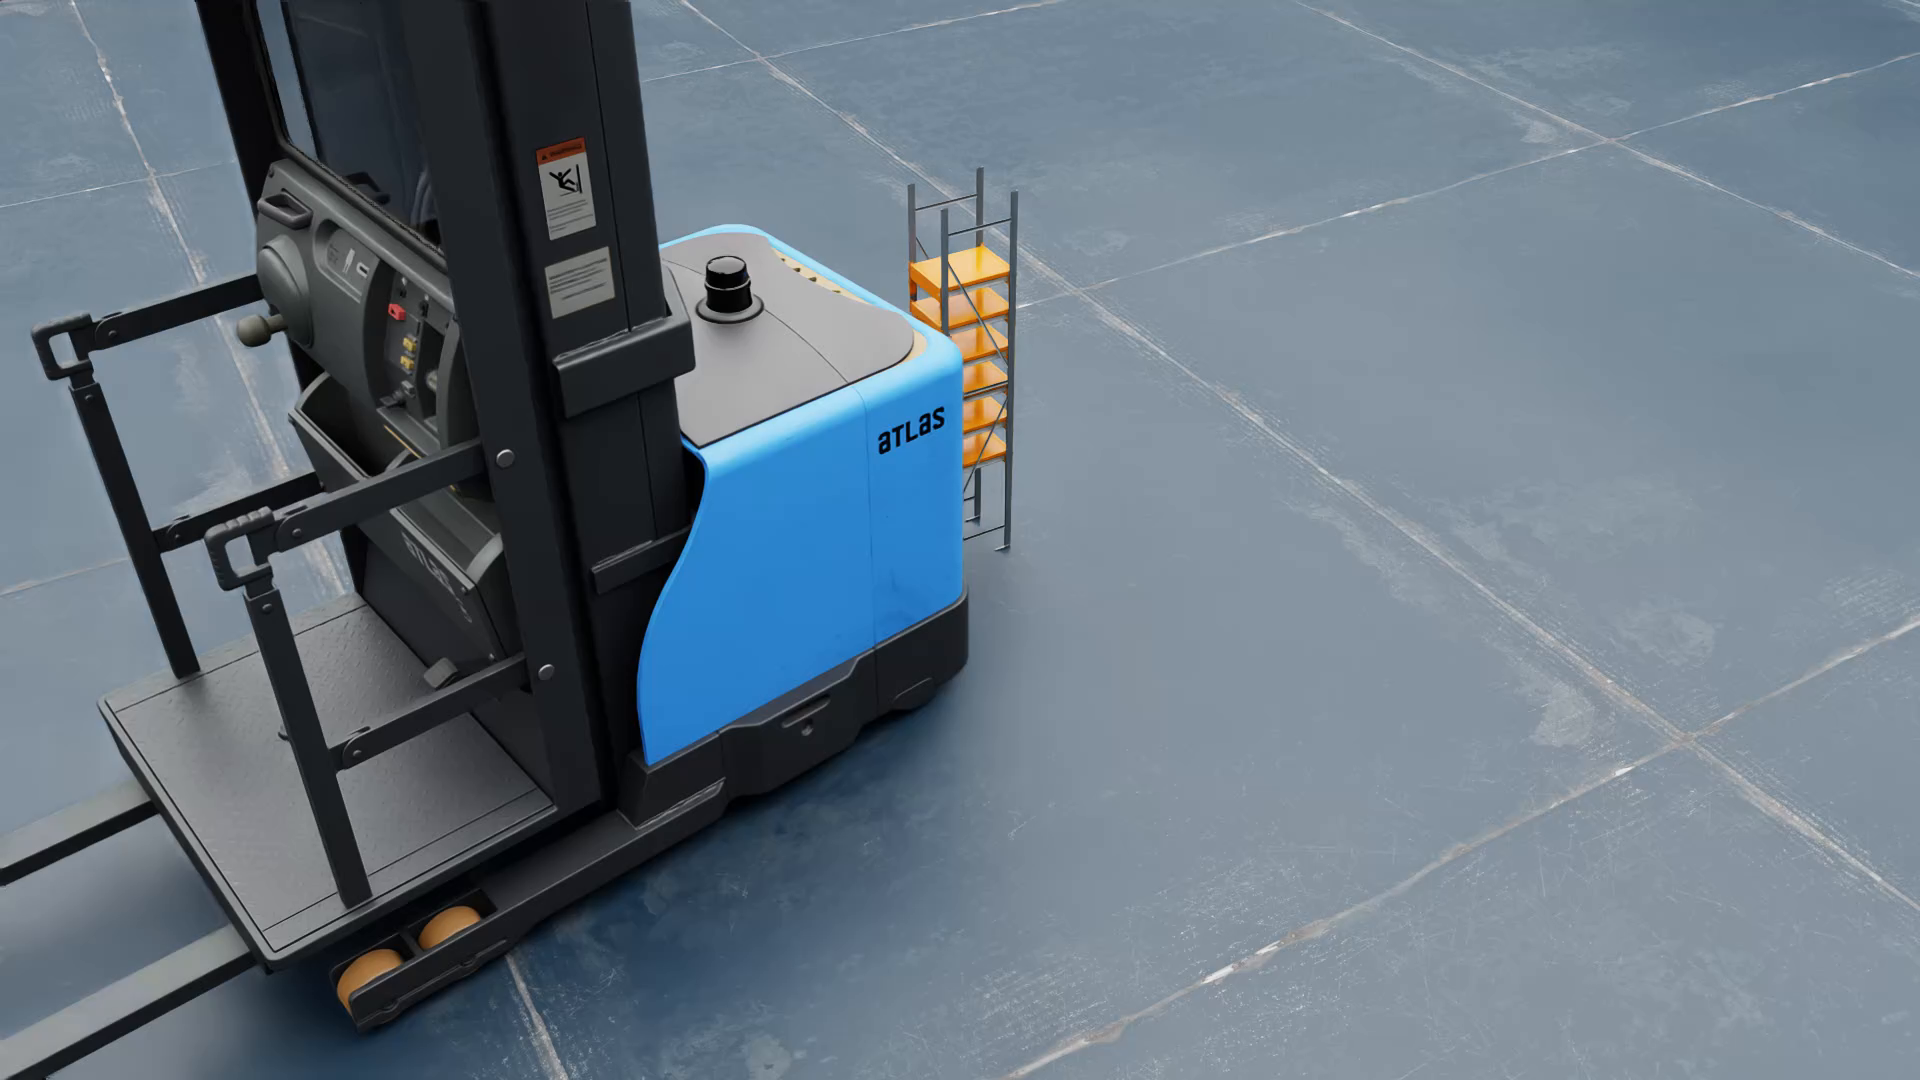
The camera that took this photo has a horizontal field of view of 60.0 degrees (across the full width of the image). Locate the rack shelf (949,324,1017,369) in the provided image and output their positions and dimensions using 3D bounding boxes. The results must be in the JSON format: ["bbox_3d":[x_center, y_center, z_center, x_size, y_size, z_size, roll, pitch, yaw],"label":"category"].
[{"bbox_3d":[0.007,-0.538,4.841,0.258,0.103,0.180,-19,40,-24],"label":"rack shelf"}]

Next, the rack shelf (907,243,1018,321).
[{"bbox_3d":[0.007,-0.732,4.700,0.258,0.103,0.180,-19,40,-24],"label":"rack shelf"}]

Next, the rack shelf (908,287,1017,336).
[{"bbox_3d":[0.007,-0.635,4.771,0.258,0.103,0.180,-19,40,-24],"label":"rack shelf"}]

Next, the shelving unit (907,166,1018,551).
[{"bbox_3d":[0.007,-0.477,4.886,0.258,1.200,0.189,-19,40,-24],"label":"shelving unit"}]

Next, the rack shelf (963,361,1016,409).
[{"bbox_3d":[0.007,-0.441,4.912,0.258,0.103,0.180,-19,40,-24],"label":"rack shelf"}]

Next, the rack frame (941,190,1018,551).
[{"bbox_3d":[0.053,-0.430,4.822,0.240,1.200,0.006,-19,40,-24],"label":"rack frame"}]

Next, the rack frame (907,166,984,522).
[{"bbox_3d":[-0.039,-0.524,4.950,0.240,1.200,0.006,-19,40,-24],"label":"rack frame"}]

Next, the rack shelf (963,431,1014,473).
[{"bbox_3d":[0.007,-0.247,5.054,0.258,0.103,0.180,-19,40,-24],"label":"rack shelf"}]

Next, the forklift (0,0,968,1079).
[{"bbox_3d":[-1.422,-0.443,3.372,3.031,2.935,1.130,-27,44,-32],"label":"forklift"}]

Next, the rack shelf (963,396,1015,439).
[{"bbox_3d":[0.007,-0.344,4.983,0.258,0.103,0.180,-19,40,-24],"label":"rack shelf"}]
